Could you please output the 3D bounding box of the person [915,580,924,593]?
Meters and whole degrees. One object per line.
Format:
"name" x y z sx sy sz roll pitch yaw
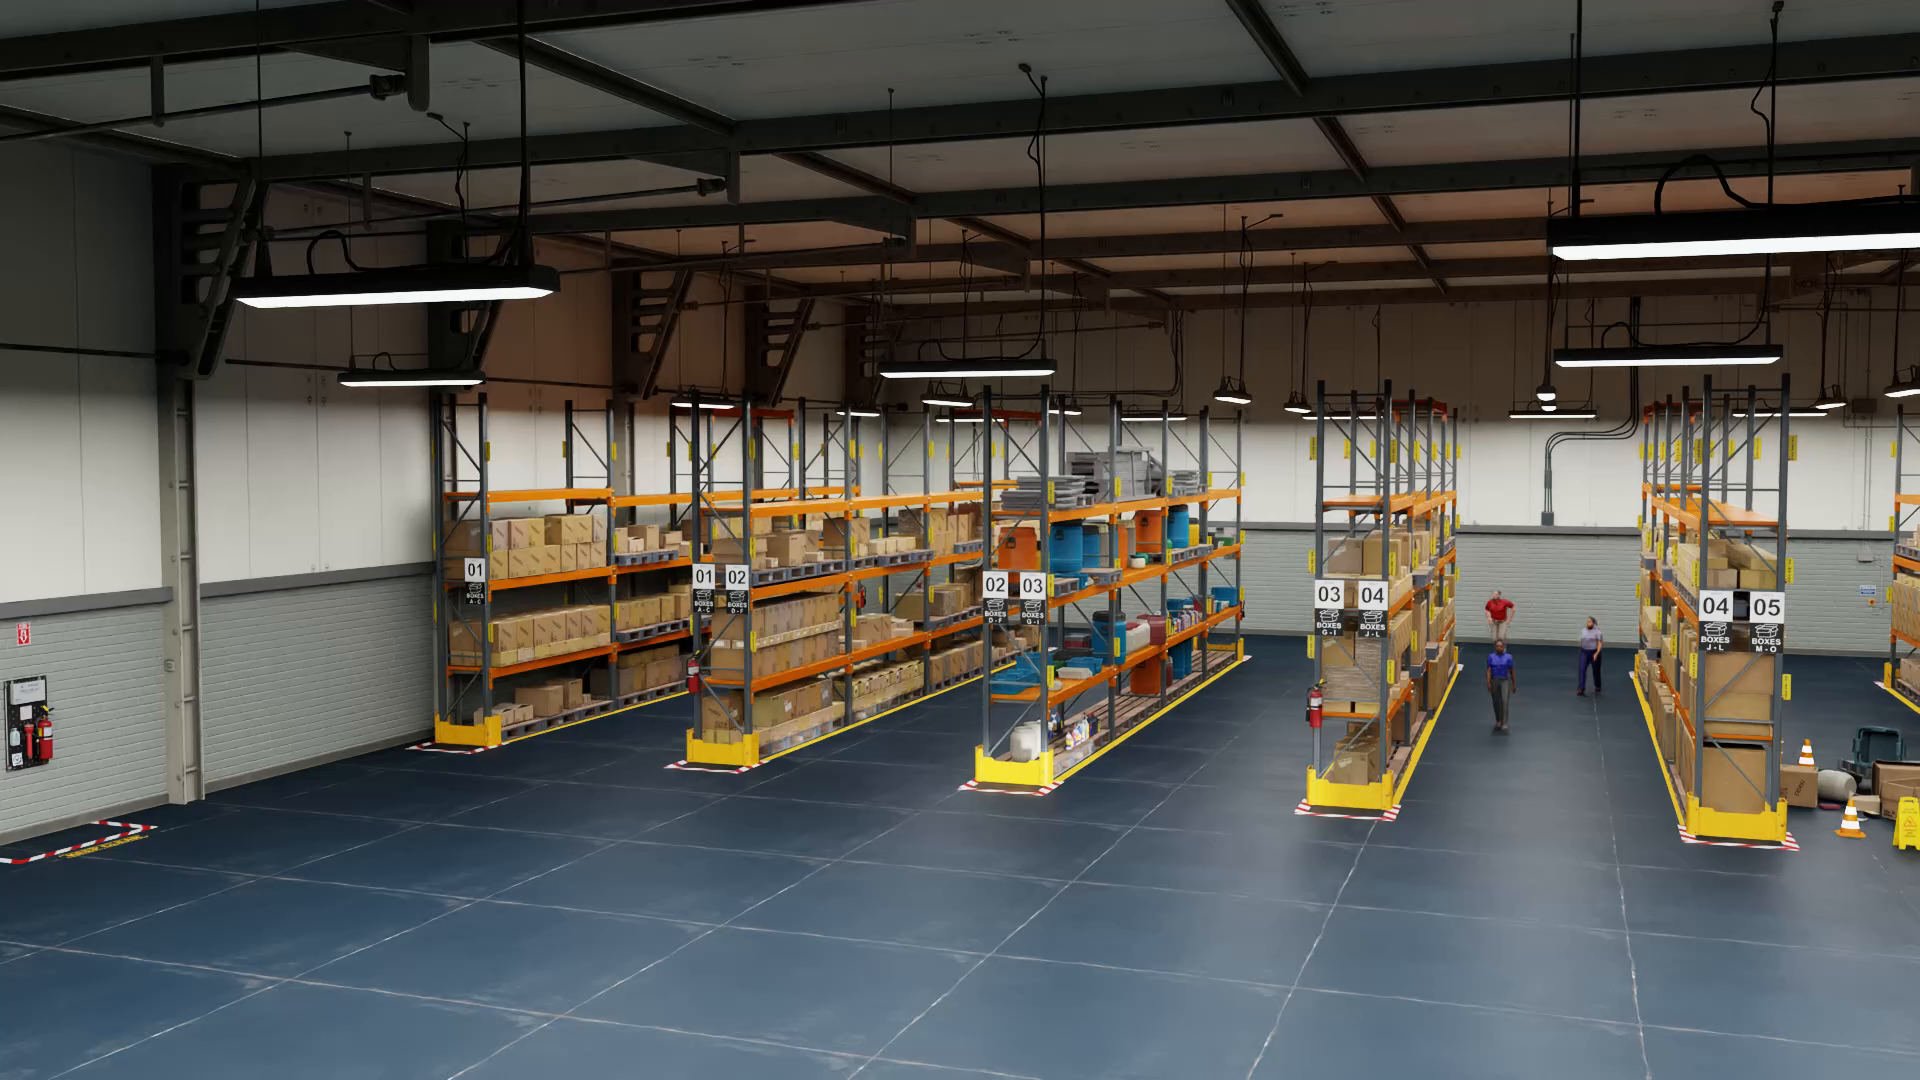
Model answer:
"person" -1.044 1.869 43.927 0.445 1.623 0.440 1 3 16

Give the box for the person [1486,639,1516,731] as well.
"person" 9.661 2.588 29.766 0.487 1.609 0.925 2 3 28

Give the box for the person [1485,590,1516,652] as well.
"person" 13.195 2.028 40.612 0.715 1.636 0.703 2 3 28

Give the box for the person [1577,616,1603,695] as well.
"person" 13.000 2.376 34.249 0.463 1.574 1.001 2 4 33
